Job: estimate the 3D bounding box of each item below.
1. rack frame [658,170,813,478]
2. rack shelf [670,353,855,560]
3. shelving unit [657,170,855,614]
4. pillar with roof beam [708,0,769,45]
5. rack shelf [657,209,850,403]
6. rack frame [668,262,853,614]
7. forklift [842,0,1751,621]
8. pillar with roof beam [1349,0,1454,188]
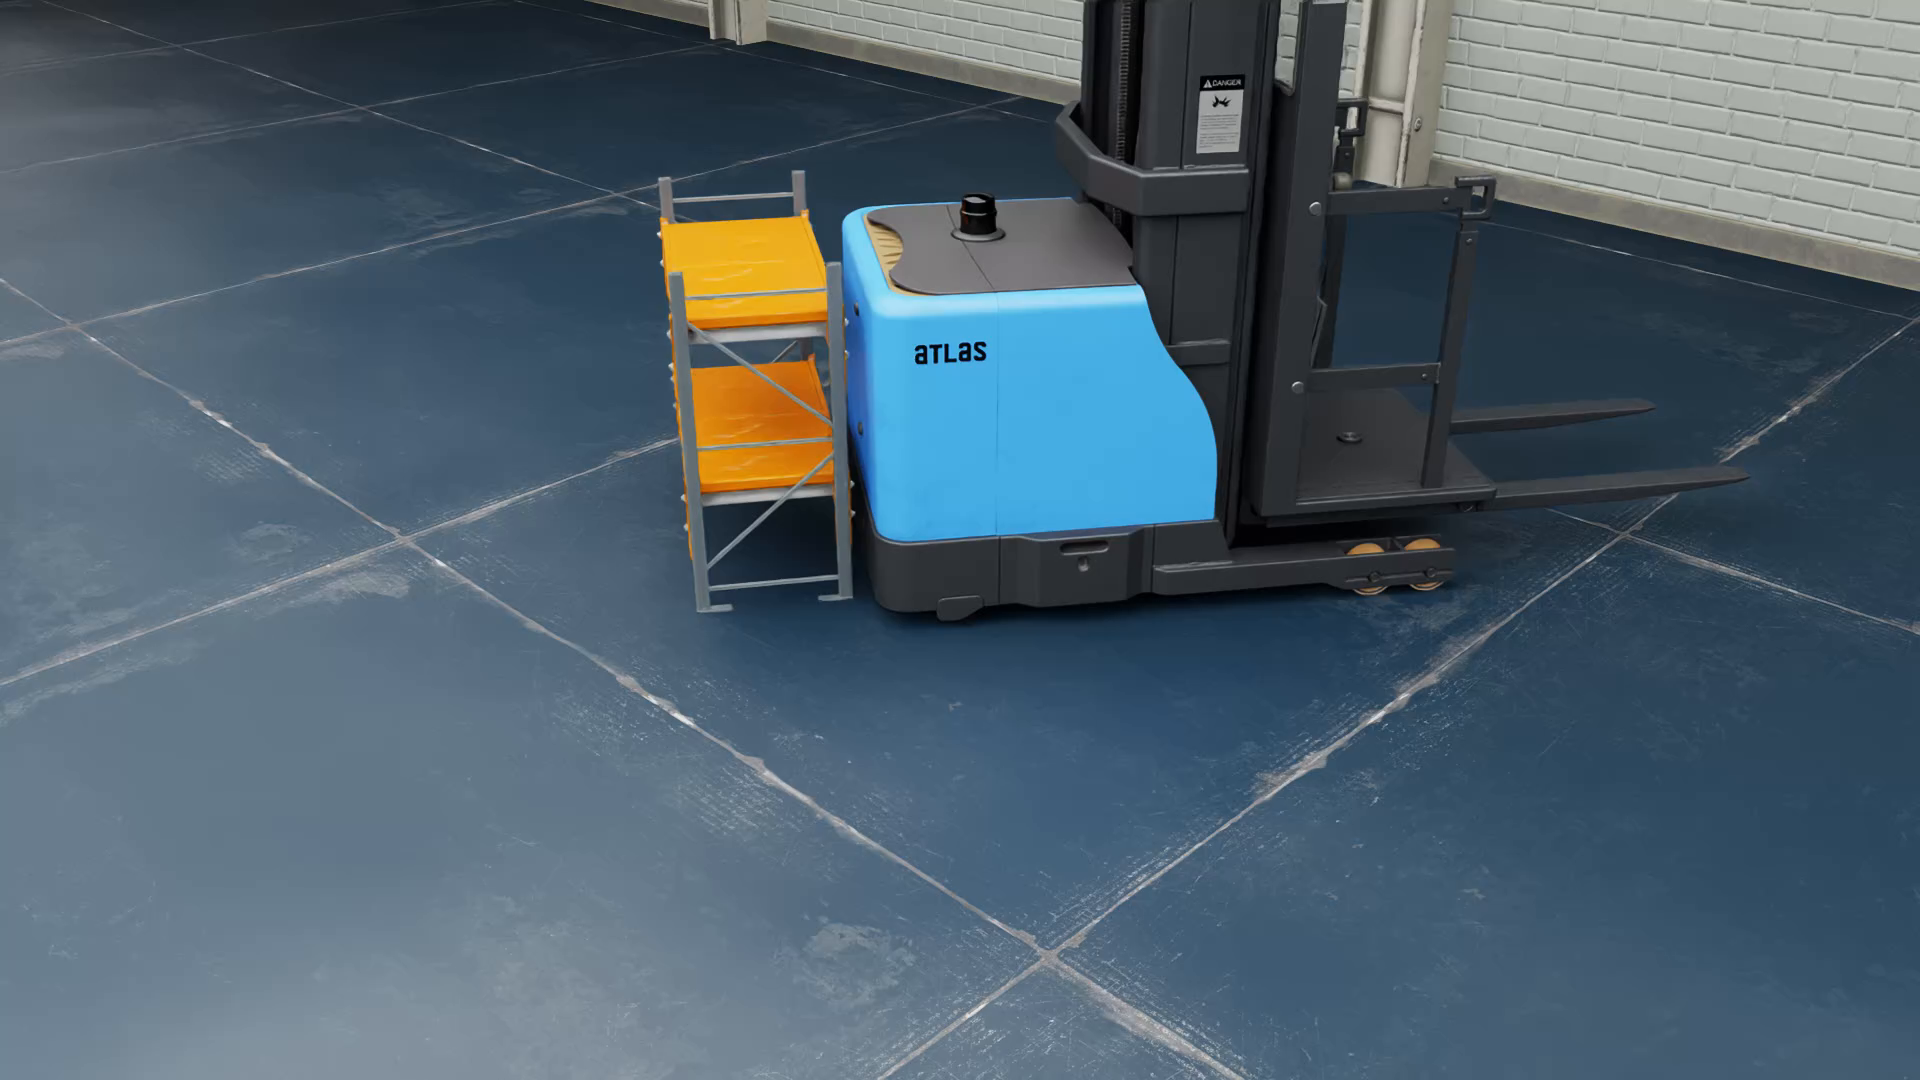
[{"bbox_3d":[-0.784,-0.757,5.980,0.500,1.125,0.032,-5,28,-9],"label":"rack frame"},{"bbox_3d":[-0.689,-0.308,5.652,0.538,0.278,1.000,-5,28,-9],"label":"rack shelf"},{"bbox_3d":[-0.689,-0.524,5.538,0.538,1.125,1.048,-5,28,-9],"label":"shelving unit"},{"bbox_3d":[-4.800,-6.612,8.655,0.400,9.000,9.100,25,36,38],"label":"pillar with roof beam"},{"bbox_3d":[-0.690,-0.783,5.402,0.538,0.278,1.000,-5,28,-9],"label":"rack shelf"},{"bbox_3d":[-0.595,-0.292,5.096,0.500,1.125,0.032,-5,28,-9],"label":"rack frame"},{"bbox_3d":[1.158,-1.356,5.179,3.031,2.935,1.130,-4,28,-8],"label":"forklift"},{"bbox_3d":[-0.522,-4.654,4.932,0.400,9.000,9.100,25,36,38],"label":"pillar with roof beam"}]
